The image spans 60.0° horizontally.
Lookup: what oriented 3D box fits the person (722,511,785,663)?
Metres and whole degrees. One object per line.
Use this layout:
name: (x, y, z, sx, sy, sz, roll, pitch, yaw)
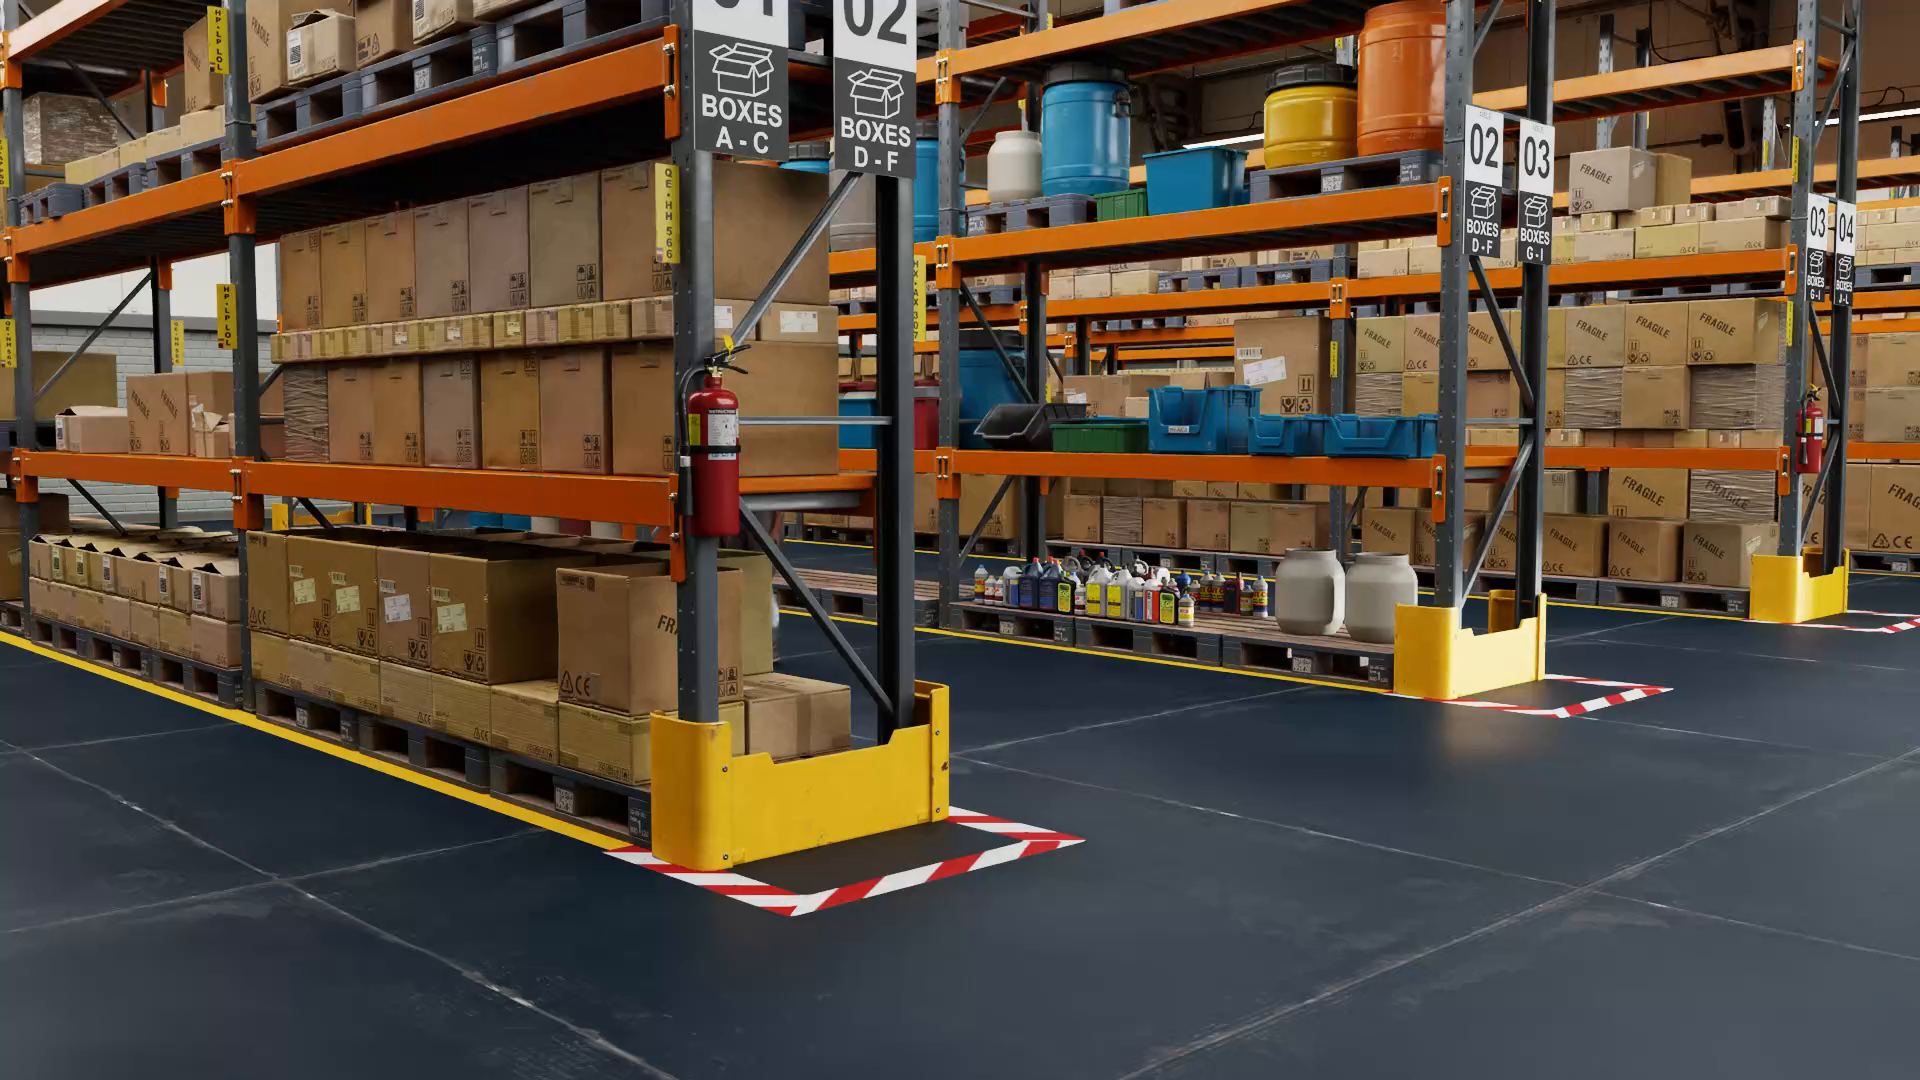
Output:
person: (-1.298, -0.055, 10.360, 0.523, 1.653, 0.348, 4, 5, 43)
